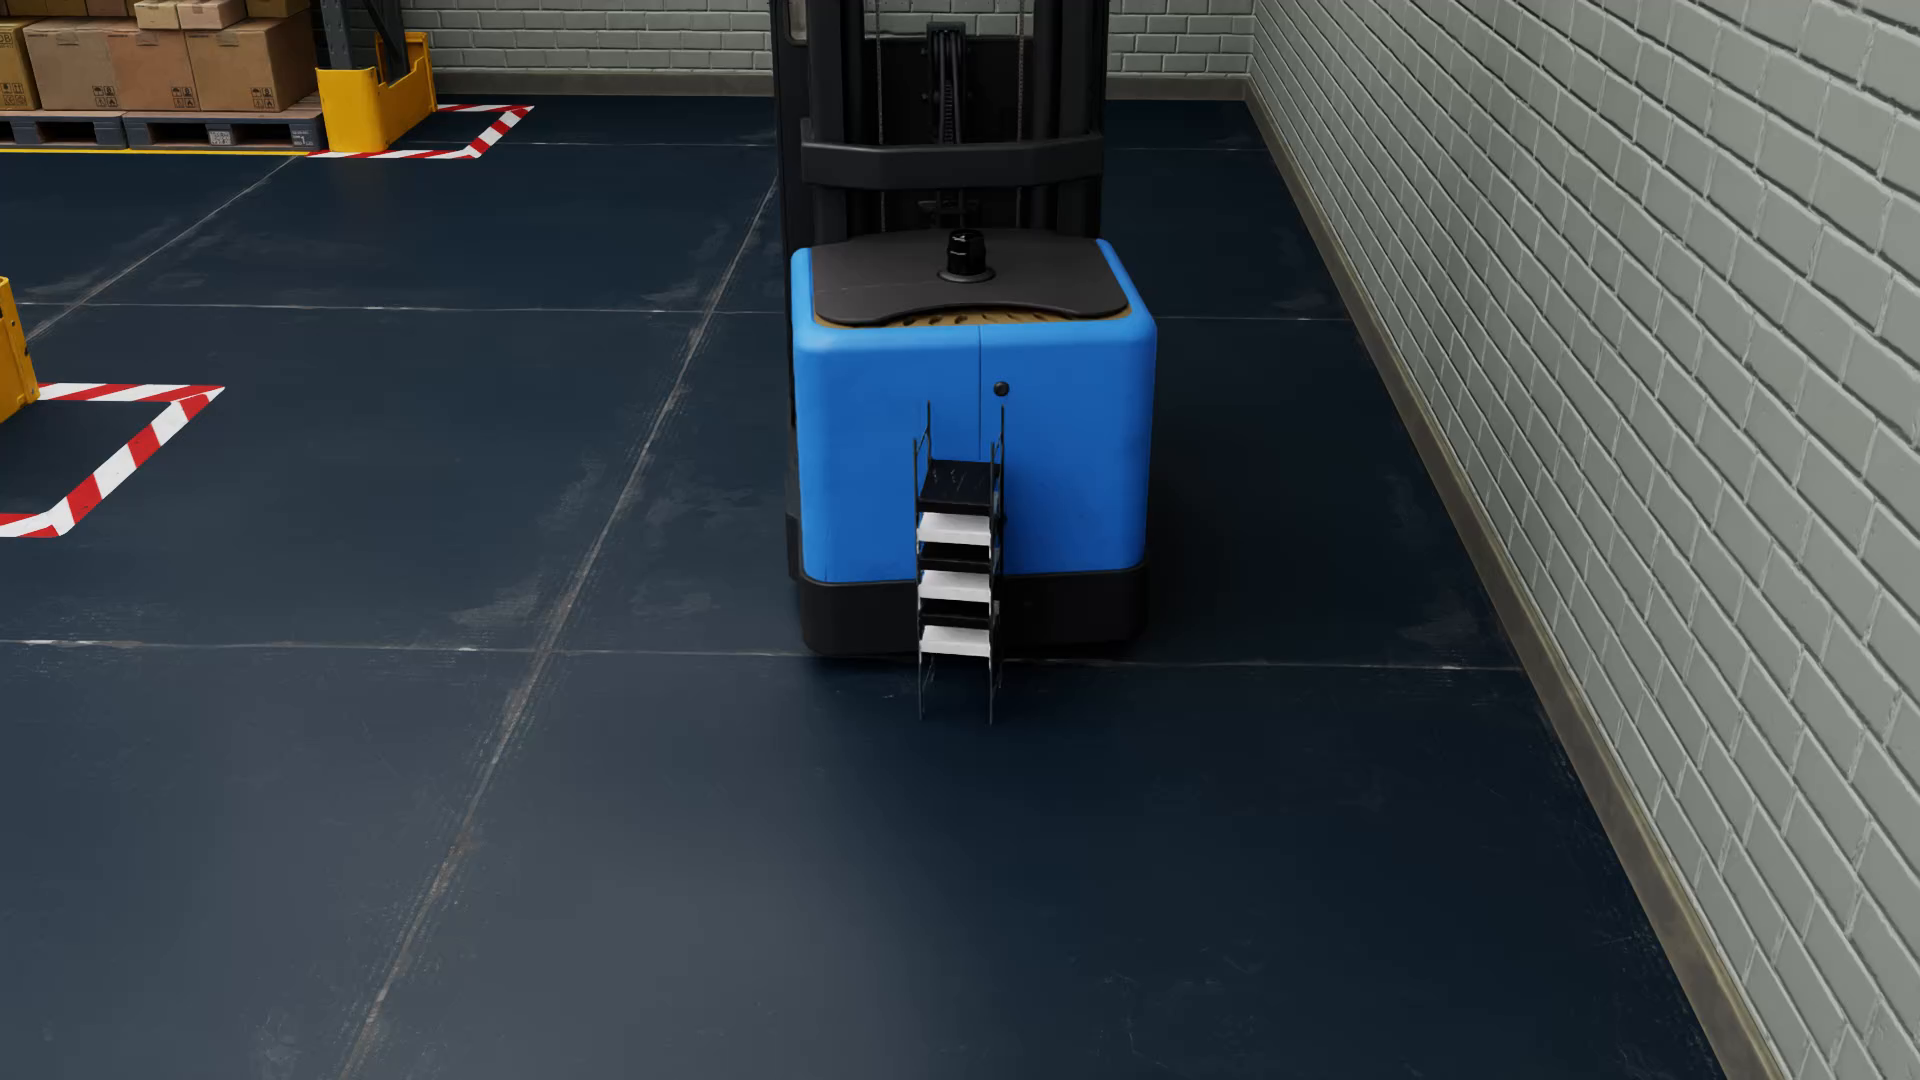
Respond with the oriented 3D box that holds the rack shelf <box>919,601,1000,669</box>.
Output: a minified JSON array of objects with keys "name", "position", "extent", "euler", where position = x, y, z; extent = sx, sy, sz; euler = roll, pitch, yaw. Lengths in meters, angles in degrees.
[{"name":"rack shelf","position":[0.004,0.259,4.743],"extent":[0.200,0.077,0.258],"euler":[4,31,8]}]

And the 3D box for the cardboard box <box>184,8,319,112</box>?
[{"name":"cardboard box","position":[-4.444,-3.033,10.490],"extent":[0.500,0.500,0.700],"euler":[1,28,2]}]

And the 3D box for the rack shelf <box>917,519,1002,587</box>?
[{"name":"rack shelf","position":[0.002,0.026,4.606],"extent":[0.200,0.077,0.258],"euler":[4,31,8]}]

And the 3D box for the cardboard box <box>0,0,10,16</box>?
[{"name":"cardboard box","position":[-6.090,-3.440,10.564],"extent":[0.250,0.149,0.380],"euler":[1,28,2]}]

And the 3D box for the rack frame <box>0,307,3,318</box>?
[{"name":"rack frame","position":[-3.912,-1.669,5.695],"extent":[0.127,3.000,1.000],"euler":[1,28,2]}]

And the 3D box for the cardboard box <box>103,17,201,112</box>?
[{"name":"cardboard box","position":[-4.944,-3.042,10.506],"extent":[0.500,0.500,0.700],"euler":[1,28,2]}]

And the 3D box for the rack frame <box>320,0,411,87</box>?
[{"name":"rack frame","position":[-3.741,-3.988,10.070],"extent":[0.127,3.000,1.000],"euler":[1,28,2]}]

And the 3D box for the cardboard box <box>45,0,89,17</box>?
[{"name":"cardboard box","position":[-5.579,-3.432,10.549],"extent":[0.250,0.149,0.380],"euler":[1,28,2]}]

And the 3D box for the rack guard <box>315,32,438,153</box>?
[{"name":"rack guard","position":[-3.717,-2.883,10.654],"extent":[0.348,0.500,1.175],"euler":[1,28,2]}]

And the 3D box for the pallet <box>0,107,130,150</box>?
[{"name":"pallet","position":[-5.758,-2.754,10.719],"extent":[1.213,0.211,1.003],"euler":[1,28,2]}]

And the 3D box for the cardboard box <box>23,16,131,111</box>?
[{"name":"cardboard box","position":[-5.446,-3.050,10.521],"extent":[0.500,0.500,0.700],"euler":[0,28,0]}]

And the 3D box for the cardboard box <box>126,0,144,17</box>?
[{"name":"cardboard box","position":[-5.068,-3.424,10.534],"extent":[0.250,0.149,0.380],"euler":[1,28,2]}]

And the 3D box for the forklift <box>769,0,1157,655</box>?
[{"name":"forklift","position":[-0.090,-1.613,5.663],"extent":[1.130,2.935,3.031],"euler":[-3,28,-5]}]

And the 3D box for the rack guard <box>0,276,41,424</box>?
[{"name":"rack guard","position":[-3.988,-0.566,6.283],"extent":[0.348,0.500,1.175],"euler":[1,28,2]}]

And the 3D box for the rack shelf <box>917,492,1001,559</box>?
[{"name":"rack shelf","position":[0.002,-0.051,4.561],"extent":[0.200,0.077,0.258],"euler":[4,31,8]}]

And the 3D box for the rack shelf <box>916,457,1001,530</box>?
[{"name":"rack shelf","position":[0.001,-0.129,4.515],"extent":[0.200,0.077,0.258],"euler":[4,31,8]}]

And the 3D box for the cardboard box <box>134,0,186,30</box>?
[{"name":"cardboard box","position":[-4.834,-3.241,10.189],"extent":[0.250,0.149,0.380],"euler":[2,28,3]}]

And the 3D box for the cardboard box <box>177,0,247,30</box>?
[{"name":"cardboard box","position":[-4.578,-3.237,10.181],"extent":[0.250,0.149,0.380],"euler":[1,28,1]}]

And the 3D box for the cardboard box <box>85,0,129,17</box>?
[{"name":"cardboard box","position":[-5.322,-3.428,10.542],"extent":[0.250,0.149,0.380],"euler":[1,28,3]}]

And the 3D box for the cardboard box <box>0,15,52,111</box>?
[{"name":"cardboard box","position":[-5.979,-3.055,10.531],"extent":[0.500,0.500,0.700],"euler":[2,28,3]}]

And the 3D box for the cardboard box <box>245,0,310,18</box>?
[{"name":"cardboard box","position":[-4.312,-3.412,10.511],"extent":[0.250,0.149,0.380],"euler":[1,28,2]}]

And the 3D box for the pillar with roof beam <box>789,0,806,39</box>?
[{"name":"pillar with roof beam","position":[-1.164,-4.983,5.543],"extent":[0.400,9.000,9.100],"euler":[1,28,2]}]

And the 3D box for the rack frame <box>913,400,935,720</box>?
[{"name":"rack frame","position":[-0.098,0.068,4.648],"extent":[0.006,0.900,0.240],"euler":[4,31,8]}]

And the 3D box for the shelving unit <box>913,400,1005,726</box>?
[{"name":"shelving unit","position":[0.003,0.075,4.635],"extent":[0.210,0.900,0.258],"euler":[4,31,8]}]

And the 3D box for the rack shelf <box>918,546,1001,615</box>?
[{"name":"rack shelf","position":[0.003,0.104,4.652],"extent":[0.200,0.077,0.258],"euler":[4,31,8]}]

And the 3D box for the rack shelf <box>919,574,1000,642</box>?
[{"name":"rack shelf","position":[0.004,0.182,4.697],"extent":[0.200,0.077,0.258],"euler":[4,31,8]}]

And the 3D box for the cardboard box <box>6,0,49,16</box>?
[{"name":"cardboard box","position":[-5.832,-3.436,10.557],"extent":[0.250,0.149,0.380],"euler":[0,28,1]}]

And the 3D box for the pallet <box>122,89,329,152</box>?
[{"name":"pallet","position":[-4.542,-2.732,10.679],"extent":[1.213,0.211,1.003],"euler":[1,28,2]}]

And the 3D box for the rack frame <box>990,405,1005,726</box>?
[{"name":"rack frame","position":[0.103,0.082,4.622],"extent":[0.006,0.900,0.240],"euler":[4,31,8]}]
